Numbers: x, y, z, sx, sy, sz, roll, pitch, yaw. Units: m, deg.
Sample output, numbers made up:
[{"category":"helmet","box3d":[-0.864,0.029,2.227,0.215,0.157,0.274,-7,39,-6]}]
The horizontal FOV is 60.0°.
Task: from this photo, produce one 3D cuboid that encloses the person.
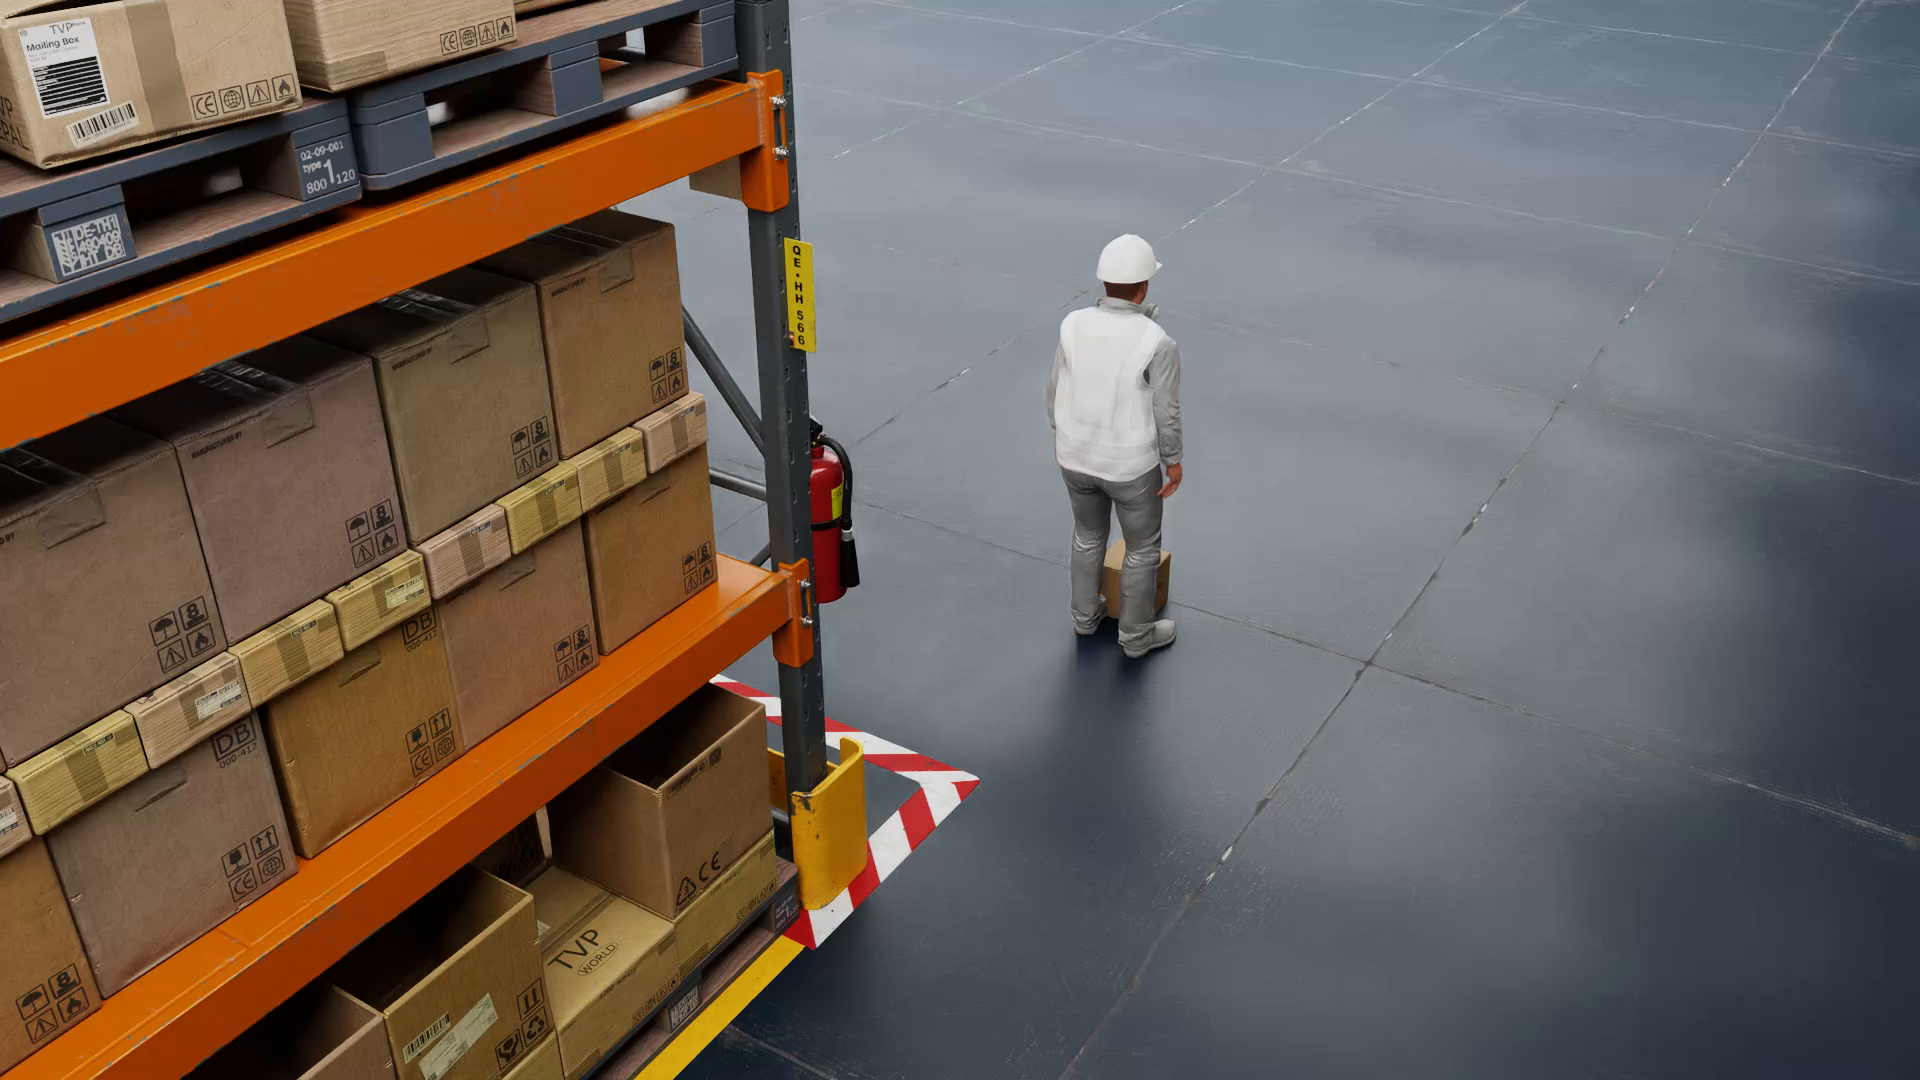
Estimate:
[{"category":"person","box3d":[0.625,-0.358,6.719,0.580,1.769,0.461,18,35,27]}]
